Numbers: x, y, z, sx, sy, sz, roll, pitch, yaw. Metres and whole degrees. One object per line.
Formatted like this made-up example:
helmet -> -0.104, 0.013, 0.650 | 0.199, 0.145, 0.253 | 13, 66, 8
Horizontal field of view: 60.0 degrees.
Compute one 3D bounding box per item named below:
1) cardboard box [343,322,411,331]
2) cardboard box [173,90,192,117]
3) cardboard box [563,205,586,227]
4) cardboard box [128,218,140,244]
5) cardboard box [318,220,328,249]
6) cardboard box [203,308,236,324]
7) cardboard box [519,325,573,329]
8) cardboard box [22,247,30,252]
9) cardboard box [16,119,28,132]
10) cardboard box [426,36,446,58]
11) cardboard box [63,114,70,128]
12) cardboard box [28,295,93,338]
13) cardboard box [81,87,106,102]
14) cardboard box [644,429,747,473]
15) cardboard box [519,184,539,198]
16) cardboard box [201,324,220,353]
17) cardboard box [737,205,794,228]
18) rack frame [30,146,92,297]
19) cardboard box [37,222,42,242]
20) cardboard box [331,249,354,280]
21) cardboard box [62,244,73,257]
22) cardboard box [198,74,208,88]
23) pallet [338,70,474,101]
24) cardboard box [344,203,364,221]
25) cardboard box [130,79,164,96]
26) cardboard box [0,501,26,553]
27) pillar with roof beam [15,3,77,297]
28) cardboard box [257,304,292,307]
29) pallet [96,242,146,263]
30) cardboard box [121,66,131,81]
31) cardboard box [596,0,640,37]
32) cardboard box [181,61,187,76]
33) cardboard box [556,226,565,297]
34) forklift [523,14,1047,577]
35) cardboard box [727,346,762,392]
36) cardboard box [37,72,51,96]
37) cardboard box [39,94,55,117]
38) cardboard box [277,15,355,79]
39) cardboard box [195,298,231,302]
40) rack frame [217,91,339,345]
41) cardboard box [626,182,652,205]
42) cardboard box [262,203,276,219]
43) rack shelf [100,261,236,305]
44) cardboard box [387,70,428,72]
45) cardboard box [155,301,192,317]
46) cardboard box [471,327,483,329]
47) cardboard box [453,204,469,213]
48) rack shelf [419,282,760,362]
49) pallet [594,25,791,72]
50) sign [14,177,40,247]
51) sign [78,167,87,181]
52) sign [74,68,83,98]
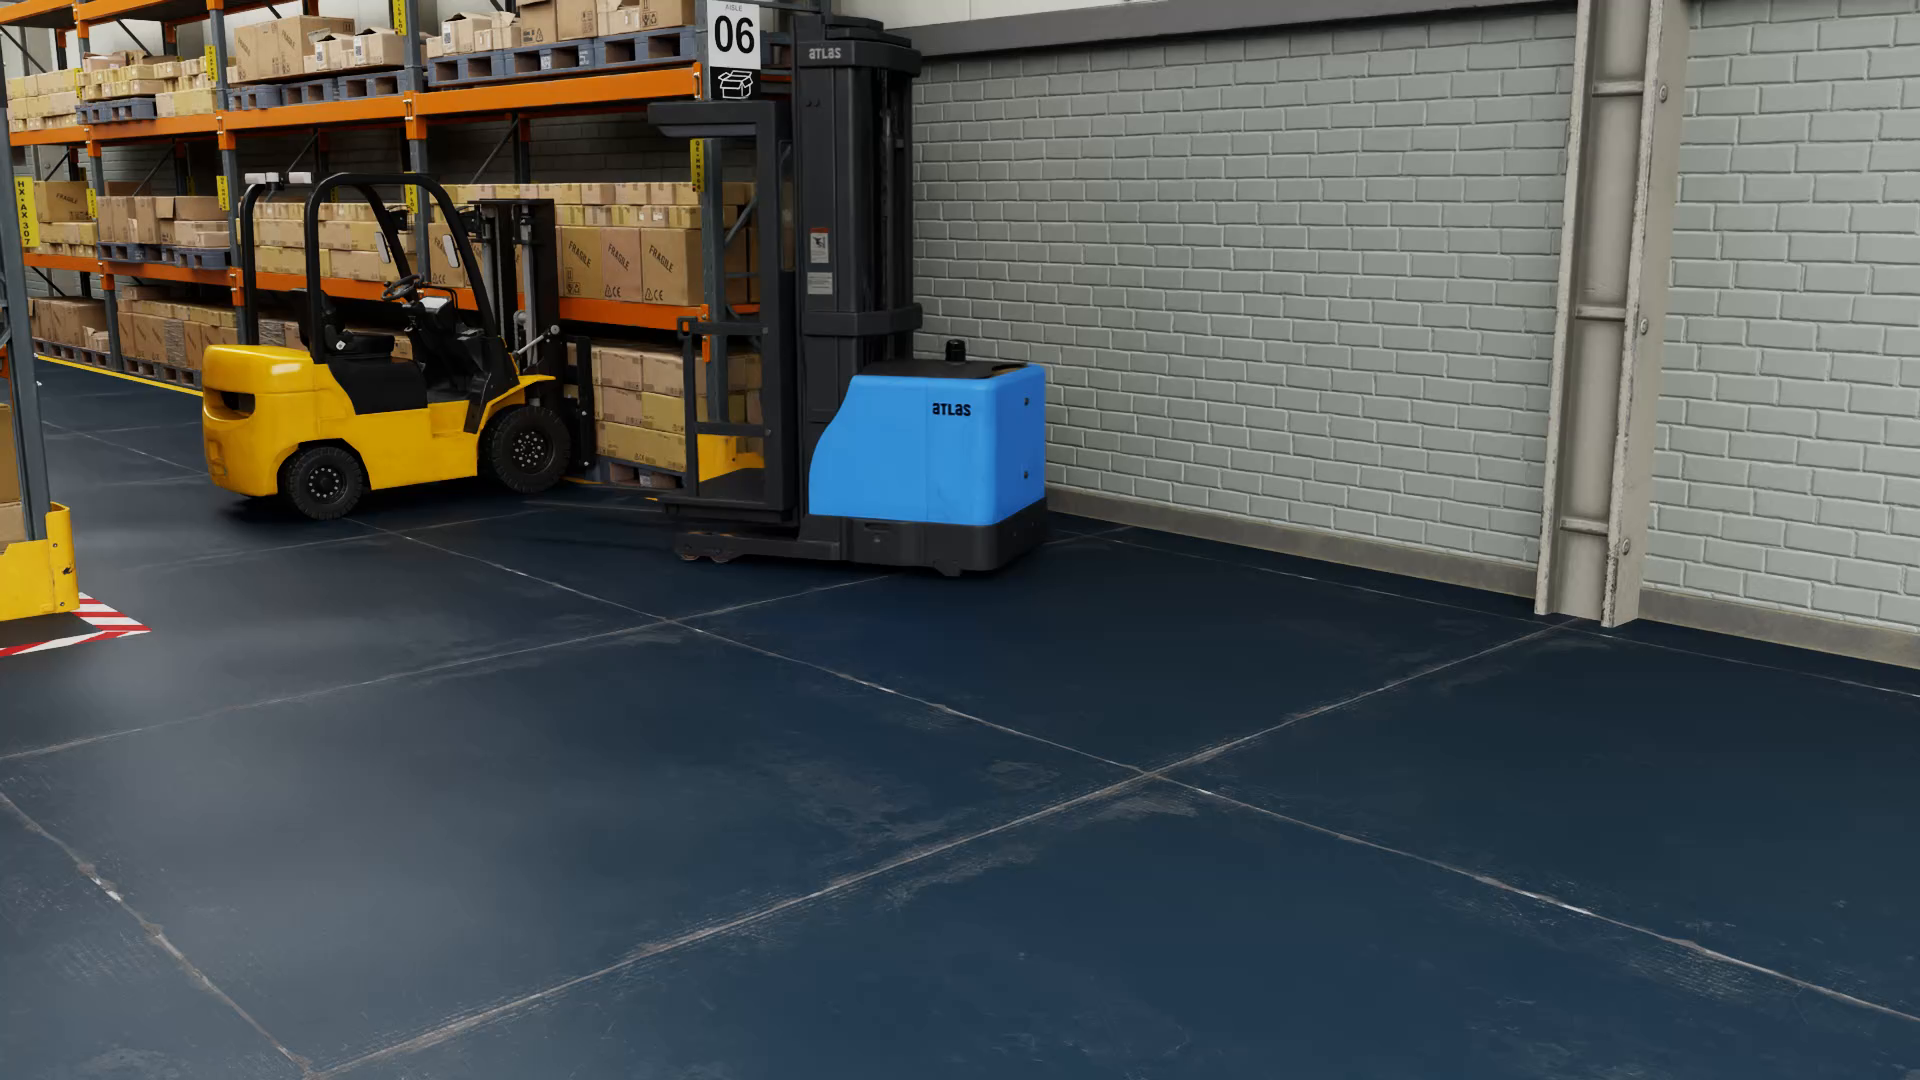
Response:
cardboard box -> -5.431, -1.676, 15.458 | 0.625, 0.625, 0.875 | 11, 16, 43
cardboard box -> -7.651, -4.429, 16.913 | 0.500, 0.250, 0.500 | -11, 16, -42
cardboard box -> -2.595, -2.313, 11.852 | 0.380, 0.149, 0.250 | -11, 16, -42
cardboard box -> -8.854, -3.386, 18.207 | 0.396, 0.266, 0.258 | -10, 15, -40
cardboard box -> -5.579, -2.768, 15.048 | 0.500, 0.250, 0.500 | -11, 16, -42
cardboard box -> -7.659, -2.335, 17.358 | 0.250, 0.149, 0.380 | 11, 16, 43
cardboard box -> -3.532, -1.639, 13.729 | 0.500, 0.250, 0.500 | -10, 16, -41
cardboard box -> -12.061, -3.847, 21.771 | 0.380, 0.149, 0.250 | -10, 16, -41
cardboard box -> -11.598, -5.191, 20.865 | 0.380, 0.149, 0.250 | -11, 16, -43
cardboard box -> -3.921, -3.828, 12.959 | 0.380, 0.149, 0.250 | -10, 16, -41
cardboard box -> -10.344, -4.937, 19.629 | 0.380, 0.149, 0.250 | -10, 15, -41
cardboard box -> -11.944, -2.967, 22.025 | 0.637, 0.503, 0.797 | 11, 16, 43
cardboard box -> -9.617, -5.004, 18.669 | 0.380, 0.149, 0.250 | -11, 16, -42
cardboard box -> -1.802, -0.635, 11.333 | 0.500, 0.250, 0.500 | -11, 16, -42
cardboard box -> -3.059, -2.583, 12.421 | 0.380, 0.149, 0.250 | -11, 16, -43
cardboard box -> -7.559, -2.007, 17.372 | 0.500, 0.500, 0.500 | -11, 16, -43
cardboard box -> -1.296, -2.204, 11.319 | 0.250, 0.149, 0.380 | 11, 16, 44
rack frame -> -12.298, -4.087, 22.313 | 1.000, 3.000, 0.127 | -11, 16, -43
cardboard box -> -11.479, -3.908, 21.081 | 0.500, 0.250, 0.500 | -11, 16, -44
cardboard box -> -5.220, -2.448, 14.732 | 0.500, 0.250, 0.500 | -11, 16, -42
cardboard box -> -10.690, -3.536, 20.263 | 0.380, 0.149, 0.250 | -11, 16, -43
cardboard box -> -7.357, -4.569, 16.603 | 0.250, 0.149, 0.380 | 11, 16, 44
pallet -> -4.630, -3.838, 14.145 | 1.217, 0.209, 0.805 | 11, 16, 43
cardboard box -> -5.143, -2.866, 14.533 | 0.250, 0.149, 0.380 | 11, 16, 44
cardboard box -> -8.537, -4.784, 17.597 | 0.380, 0.149, 0.250 | -10, 16, -41
cardboard box -> -5.193, -0.074, 8.613 | 0.500, 0.250, 0.500 | -11, 16, -43
pillar with roof beam -> -16.622, -6.944, 21.315 | 9.100, 9.000, 0.400 | -11, 16, -43
cardboard box -> -7.423, -2.458, 17.954 | 0.250, 0.149, 0.380 | 11, 16, 43
pallet -> -9.063, -3.277, 18.859 | 1.003, 0.211, 1.213 | -11, 16, -43
cardboard box -> -8.707, -4.966, 17.745 | 0.380, 0.149, 0.250 | -11, 16, -42
cardboard box -> -2.216, -3.525, 11.199 | 0.396, 0.266, 0.258 | -11, 16, -42
cardboard box -> -7.696, -4.792, 16.952 | 0.380, 0.149, 0.250 | -11, 16, -43
cardboard box -> -2.839, -2.059, 12.225 | 0.500, 0.500, 0.500 | -11, 16, -42
forklift -> -1.071, -1.400, 9.443 | 3.031, 2.935, 1.130 | 4, 12, 20
cardboard box -> -1.444, -1.197, 11.582 | 0.500, 0.250, 0.500 | -11, 16, -43
cardboard box -> -10.759, -5.477, 20.024 | 0.500, 0.250, 0.500 | -11, 16, -42
cardboard box -> -10.762, -5.230, 20.066 | 0.500, 0.250, 0.500 | -10, 16, -41
cardboard box -> -5.747, -4.404, 14.882 | 0.500, 0.500, 0.500 | -10, 16, -41
cardboard box -> -8.518, -2.683, 19.046 | 0.250, 0.149, 0.380 | 11, 16, 42
rack frame -> -6.774, -2.919, 16.646 | 1.000, 3.000, 0.127 | -11, 16, -43
cardboard box -> -2.042, -2.353, 11.305 | 0.380, 0.149, 0.250 | -10, 16, -41
cardboard box -> -6.385, -3.125, 15.792 | 0.380, 0.149, 0.250 | -10, 16, -41
rack shelf -> -8.155, -2.859, 18.135 | 1.077, 0.370, 4.000 | -11, 16, -43
cardboard box -> -4.715, -4.107, 14.313 | 0.380, 0.149, 0.250 | -11, 16, -43
cardboard box -> -8.703, -2.567, 18.485 | 0.380, 0.149, 0.250 | -11, 16, -43
cardboard box -> -3.904, -1.570, 13.392 | 0.500, 0.250, 0.500 | -11, 16, -43
cardboard box -> -3.801, -2.581, 13.151 | 0.380, 0.149, 0.250 | -10, 16, -41
rack shelf -> -2.630, -1.691, 12.468 | 1.077, 0.370, 4.000 | -11, 16, -43
pallet -> -1.718, -3.284, 11.204 | 1.003, 0.211, 1.213 | -11, 16, -43
sign -> -4.444, -1.559, 7.899 | 0.100, 0.325, 0.005 | -11, 16, -43
sign -> -11.883, -4.883, 22.525 | 0.100, 0.325, 0.005 | -11, 16, -43
sign -> -9.923, -5.148, 18.752 | 0.100, 0.325, 0.005 | -11, 16, -43
